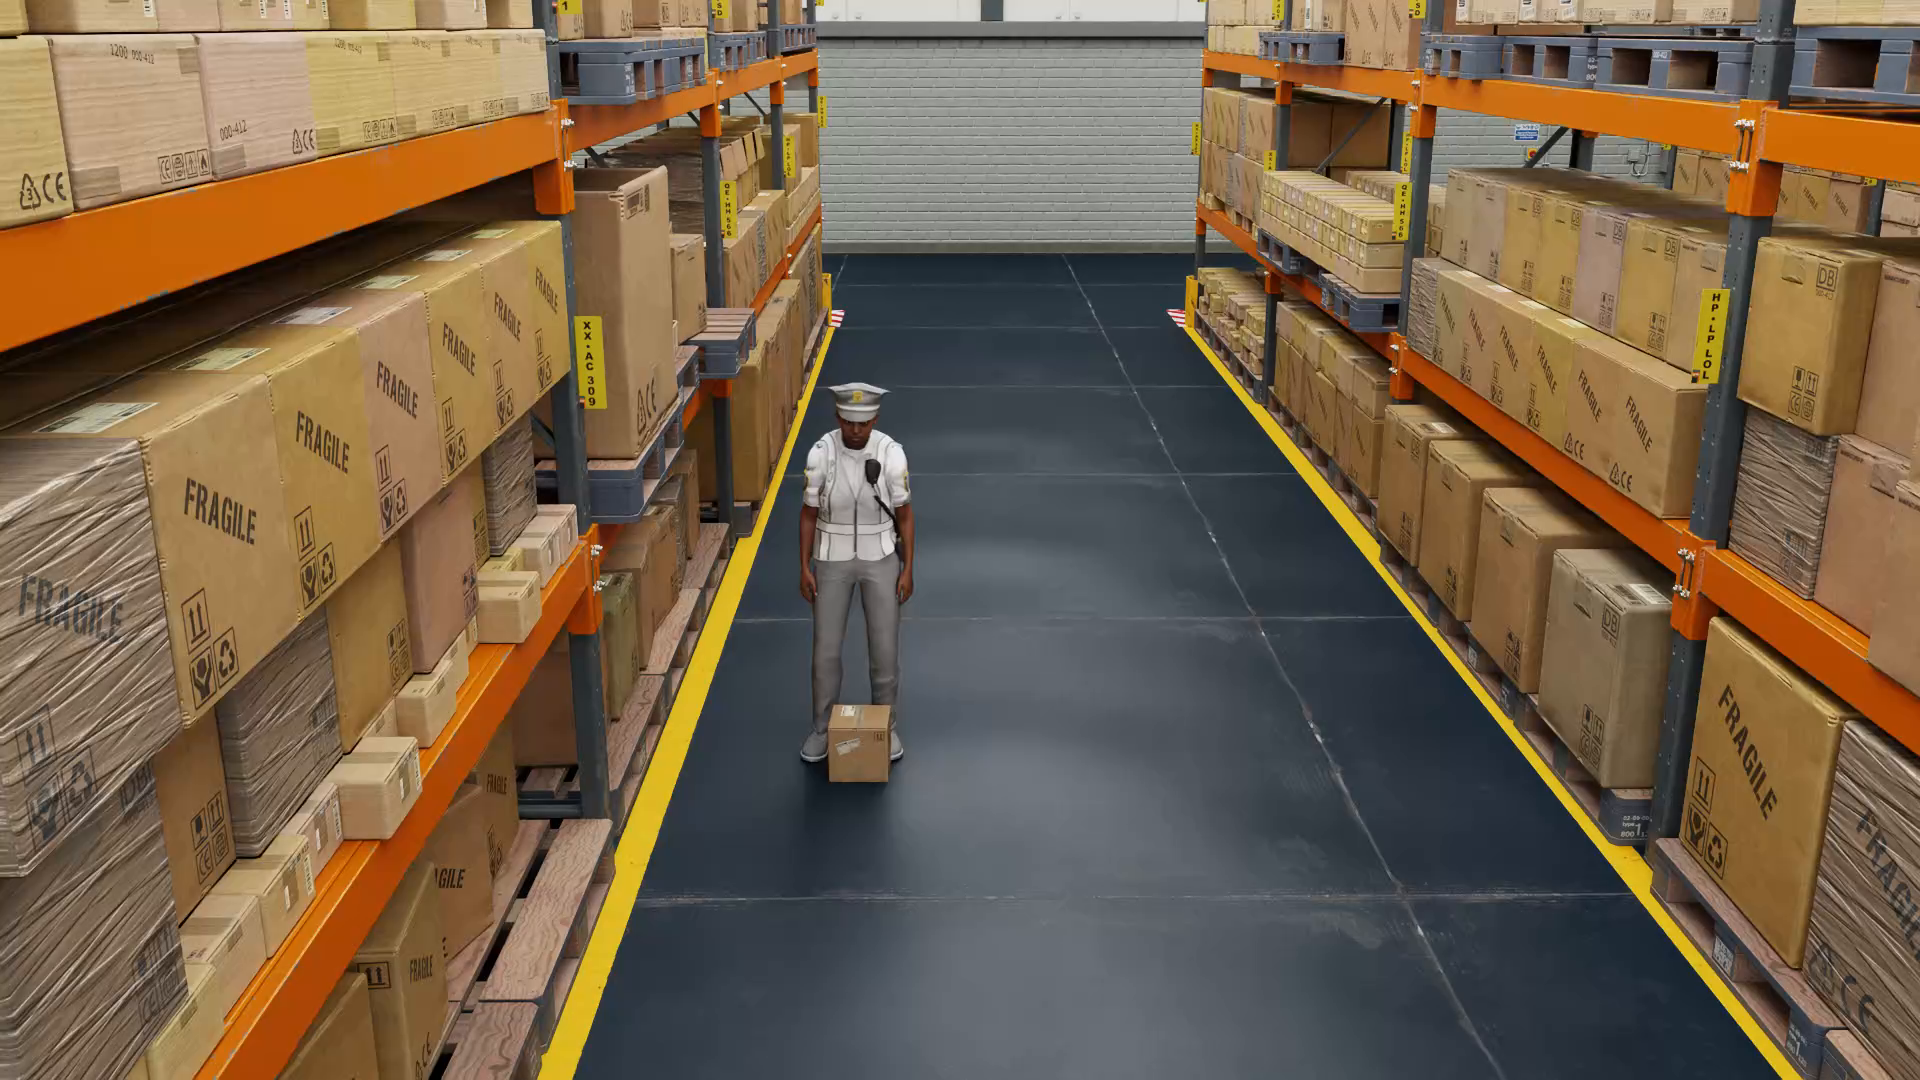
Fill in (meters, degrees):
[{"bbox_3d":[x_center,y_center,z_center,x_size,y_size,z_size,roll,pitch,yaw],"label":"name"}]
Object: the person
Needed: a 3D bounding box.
[{"bbox_3d":[-0.447,0.138,7.101,0.504,1.659,0.322,0,17,0],"label":"person"}]
